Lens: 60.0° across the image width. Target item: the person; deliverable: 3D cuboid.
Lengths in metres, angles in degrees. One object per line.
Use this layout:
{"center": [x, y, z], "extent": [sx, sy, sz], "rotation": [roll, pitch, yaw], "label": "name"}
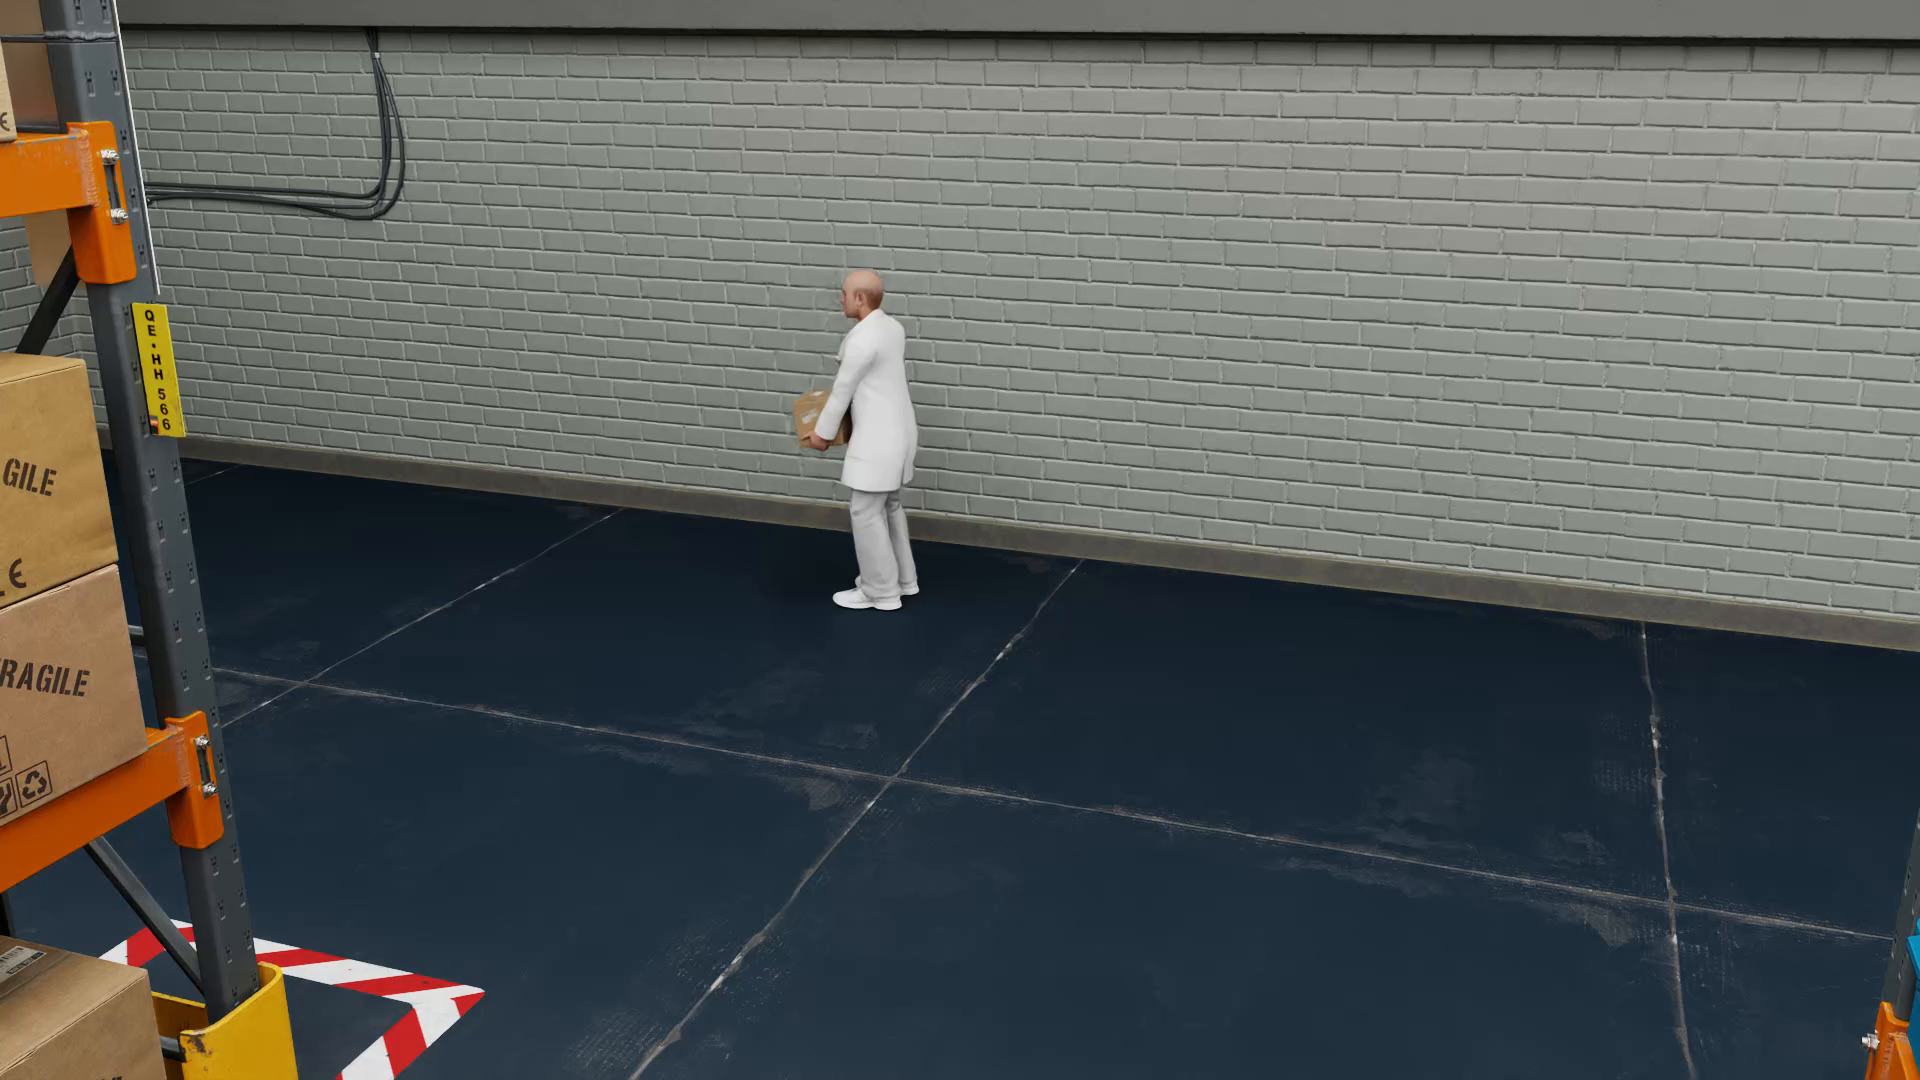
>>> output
{"center": [-0.519, -0.529, 8.691], "extent": [0.575, 1.777, 0.530], "rotation": [6, 19, 17], "label": "person"}
